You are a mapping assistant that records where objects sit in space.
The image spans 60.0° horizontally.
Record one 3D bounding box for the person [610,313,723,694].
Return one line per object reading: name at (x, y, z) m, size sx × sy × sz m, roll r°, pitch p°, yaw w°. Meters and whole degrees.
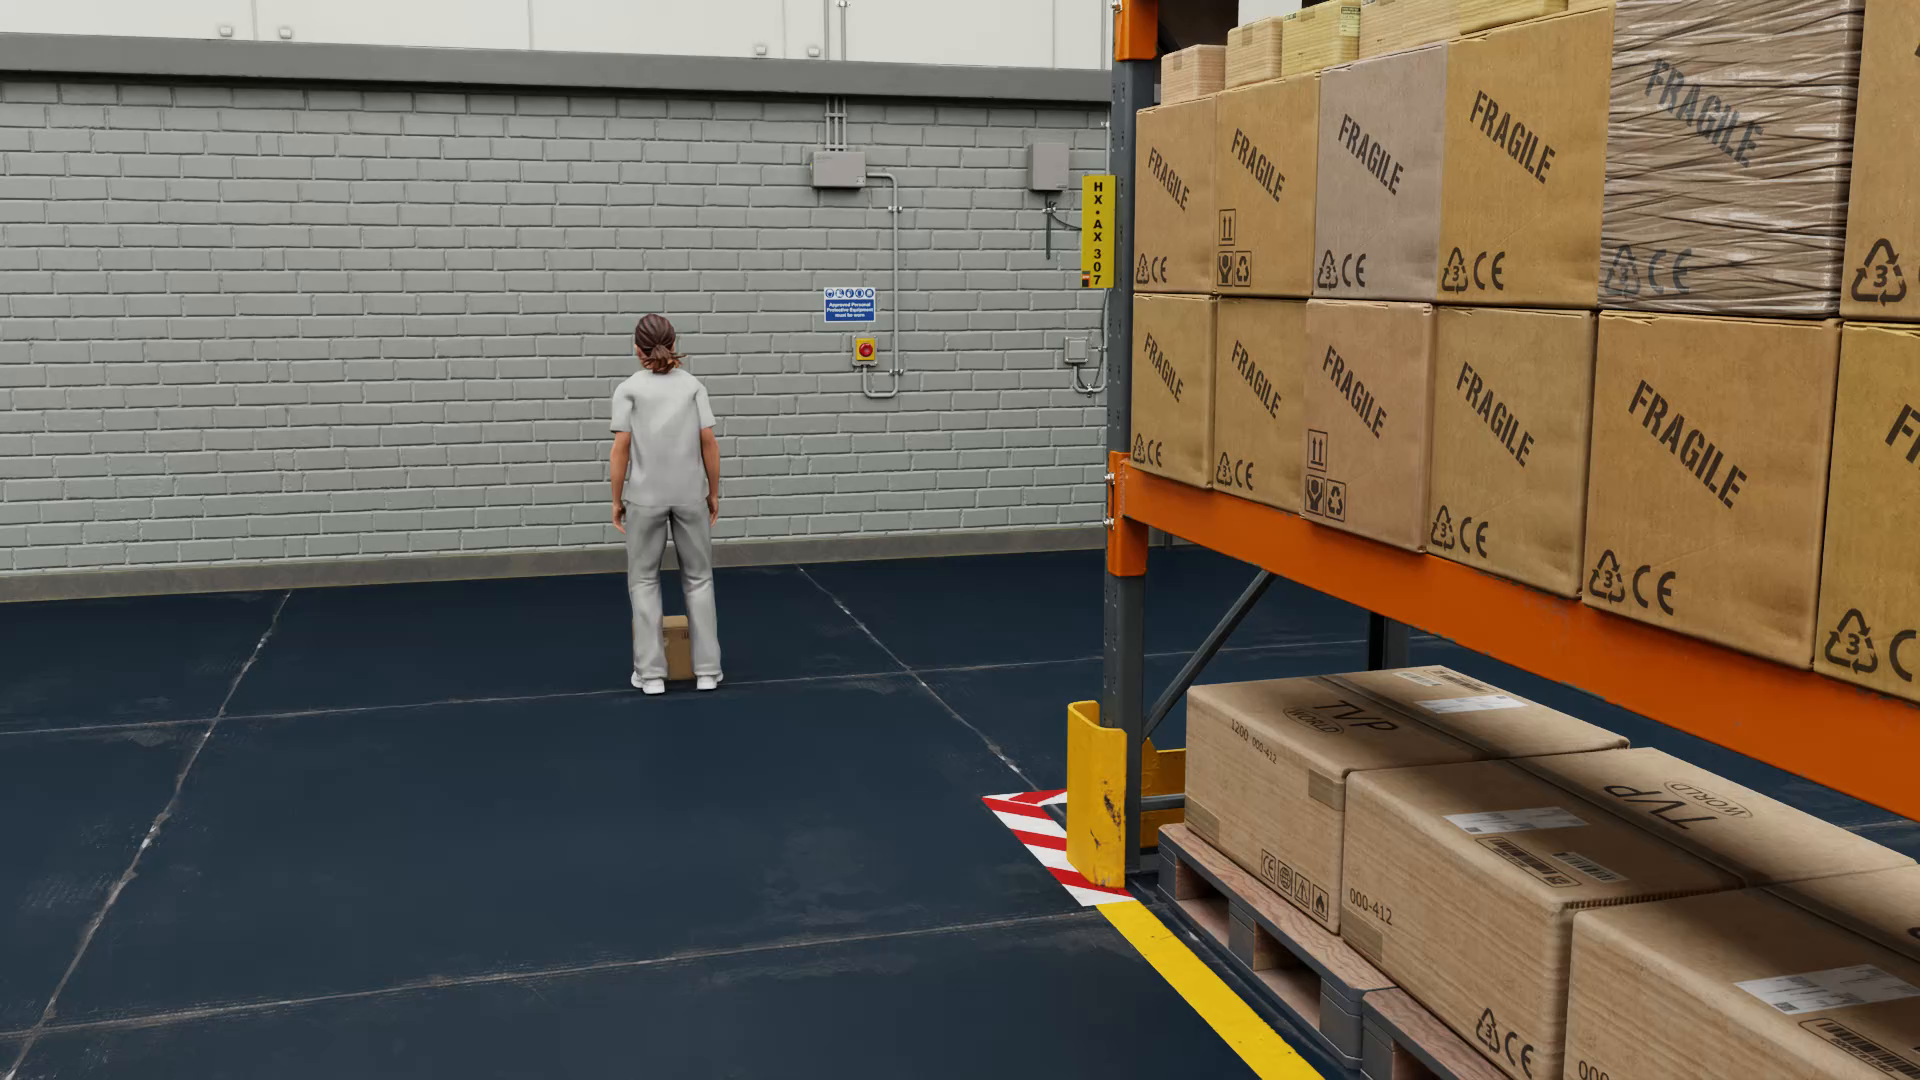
person at (-1.296, -0.159, 7.357) m, size 0.501 × 1.671 × 0.362 m, roll -3°, pitch 10°, yaw -19°
